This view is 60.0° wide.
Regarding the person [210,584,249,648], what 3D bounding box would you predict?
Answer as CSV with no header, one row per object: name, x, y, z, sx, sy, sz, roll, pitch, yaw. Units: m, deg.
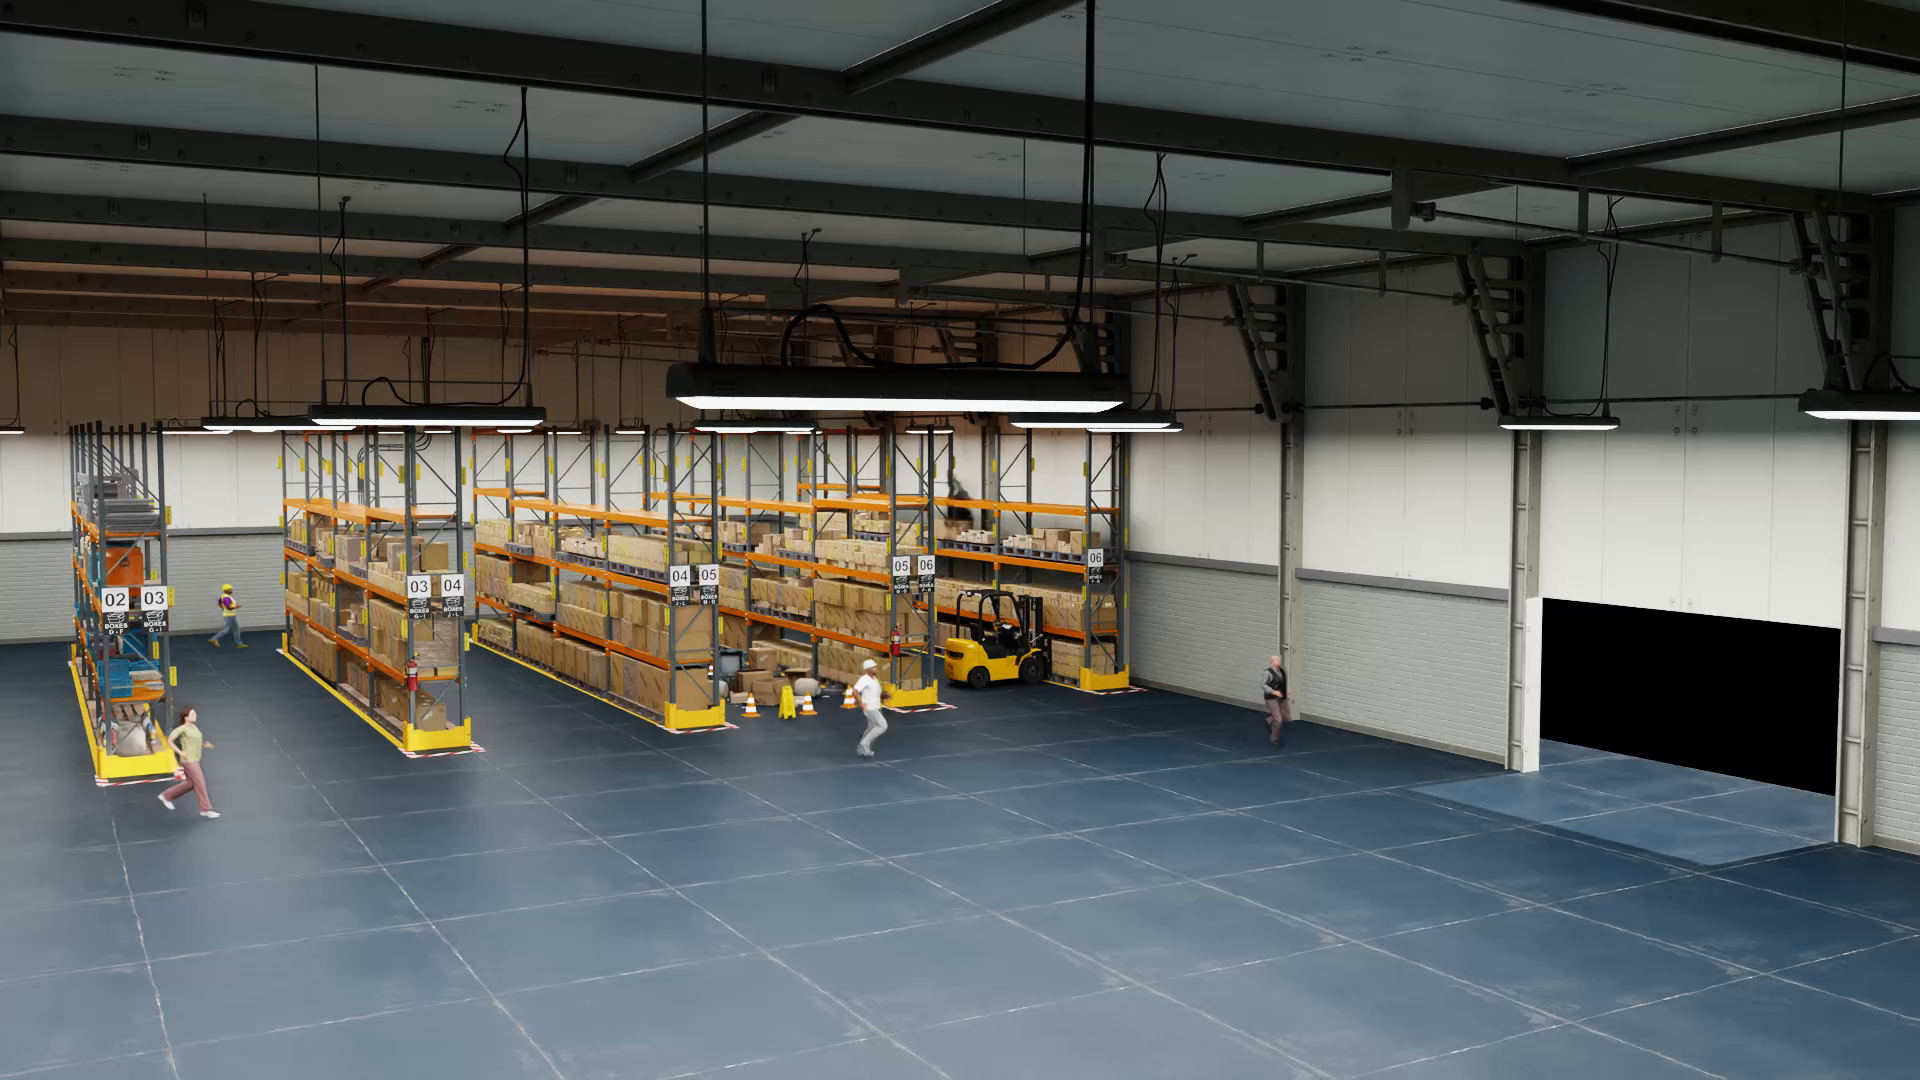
person,-19.710,2.060,44.822,0.961,1.742,0.712,-2,4,-24

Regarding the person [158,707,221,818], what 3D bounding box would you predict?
person,-11.603,3.343,25.001,0.939,1.676,0.578,0,4,-2

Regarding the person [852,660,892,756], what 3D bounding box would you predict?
person,-1.550,3.003,29.737,0.638,1.726,0.682,1,4,10

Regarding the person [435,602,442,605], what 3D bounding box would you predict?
person,-14.115,2.106,44.959,0.677,1.725,0.917,-2,4,-23

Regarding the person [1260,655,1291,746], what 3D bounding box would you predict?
person,5.868,2.977,30.971,0.691,1.686,0.609,-3,4,-38
